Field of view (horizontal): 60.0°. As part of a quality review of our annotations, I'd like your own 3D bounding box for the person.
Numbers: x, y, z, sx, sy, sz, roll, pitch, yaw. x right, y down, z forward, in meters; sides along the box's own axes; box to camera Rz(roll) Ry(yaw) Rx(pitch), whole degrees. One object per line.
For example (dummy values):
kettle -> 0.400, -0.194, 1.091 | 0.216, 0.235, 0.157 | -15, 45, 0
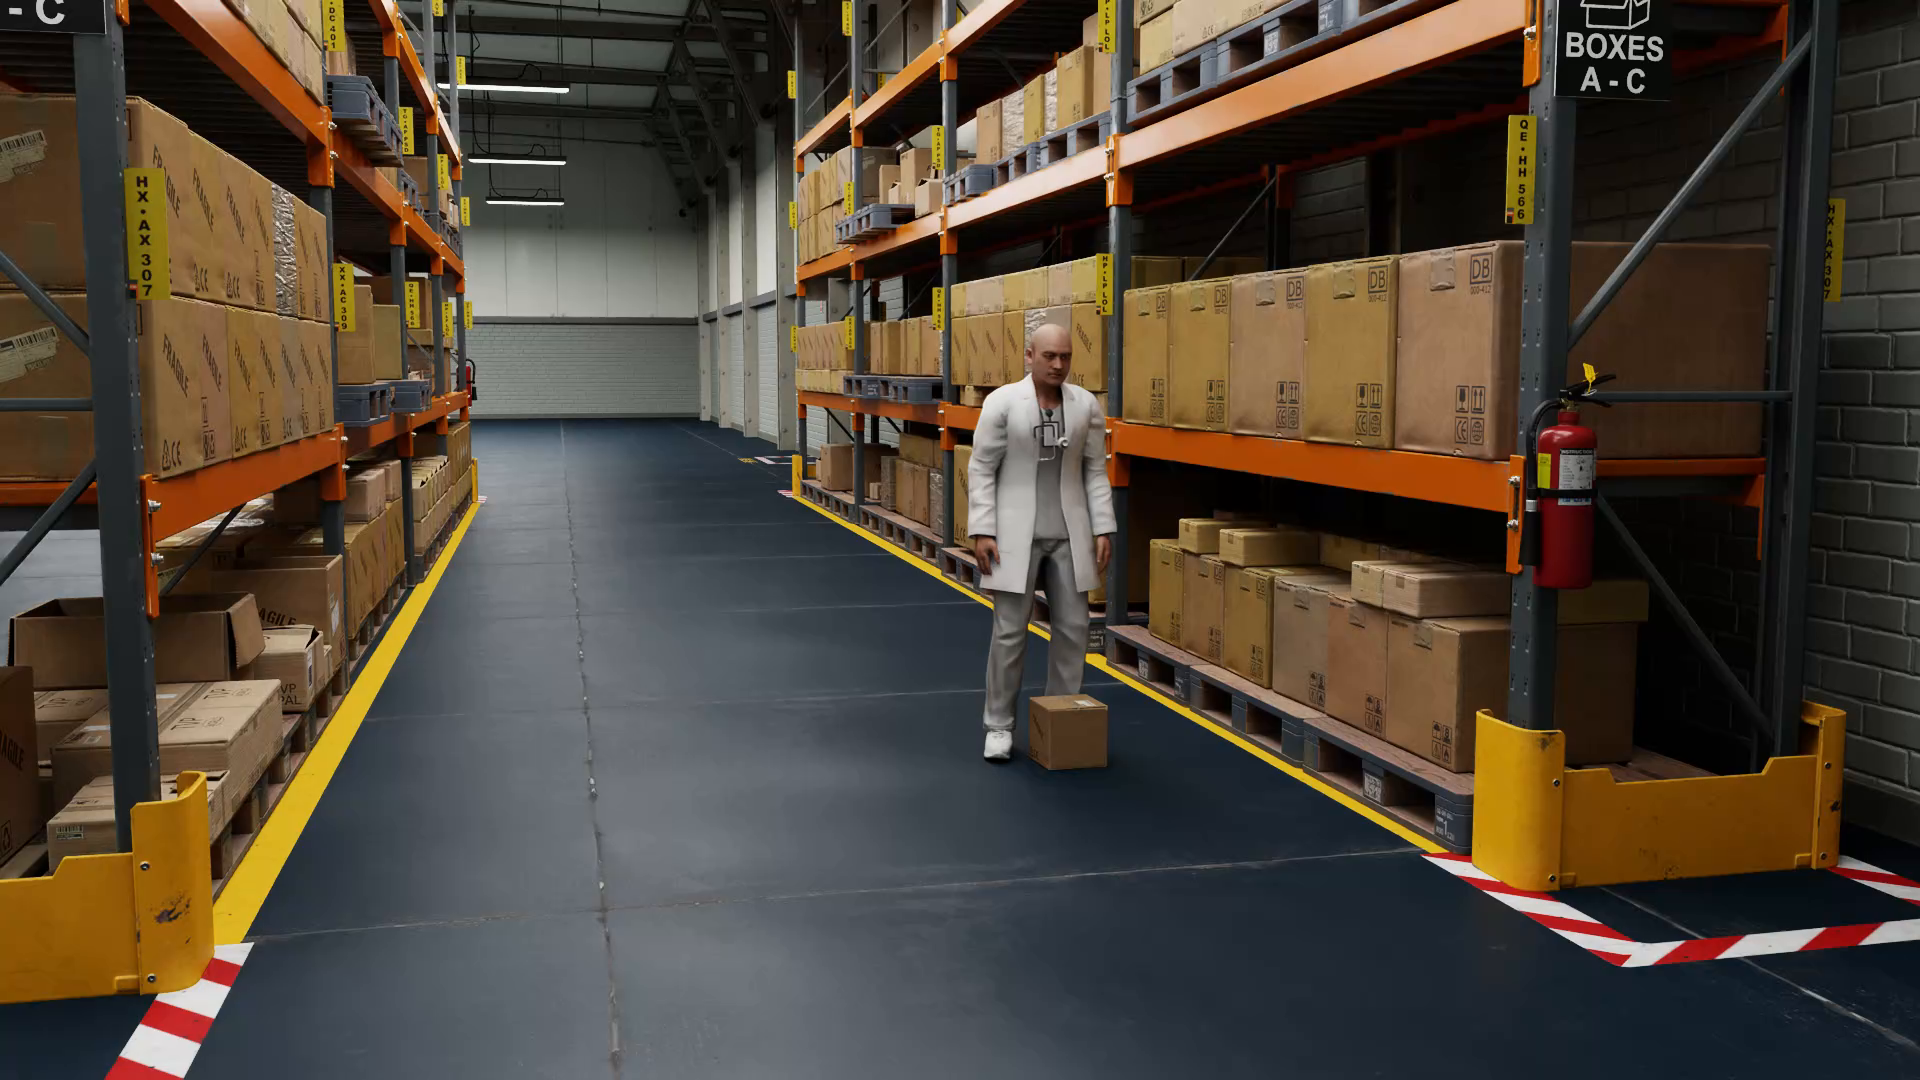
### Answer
person -> 0.342, -0.002, 6.899 | 0.643, 1.774, 0.426 | -2, 6, -15
